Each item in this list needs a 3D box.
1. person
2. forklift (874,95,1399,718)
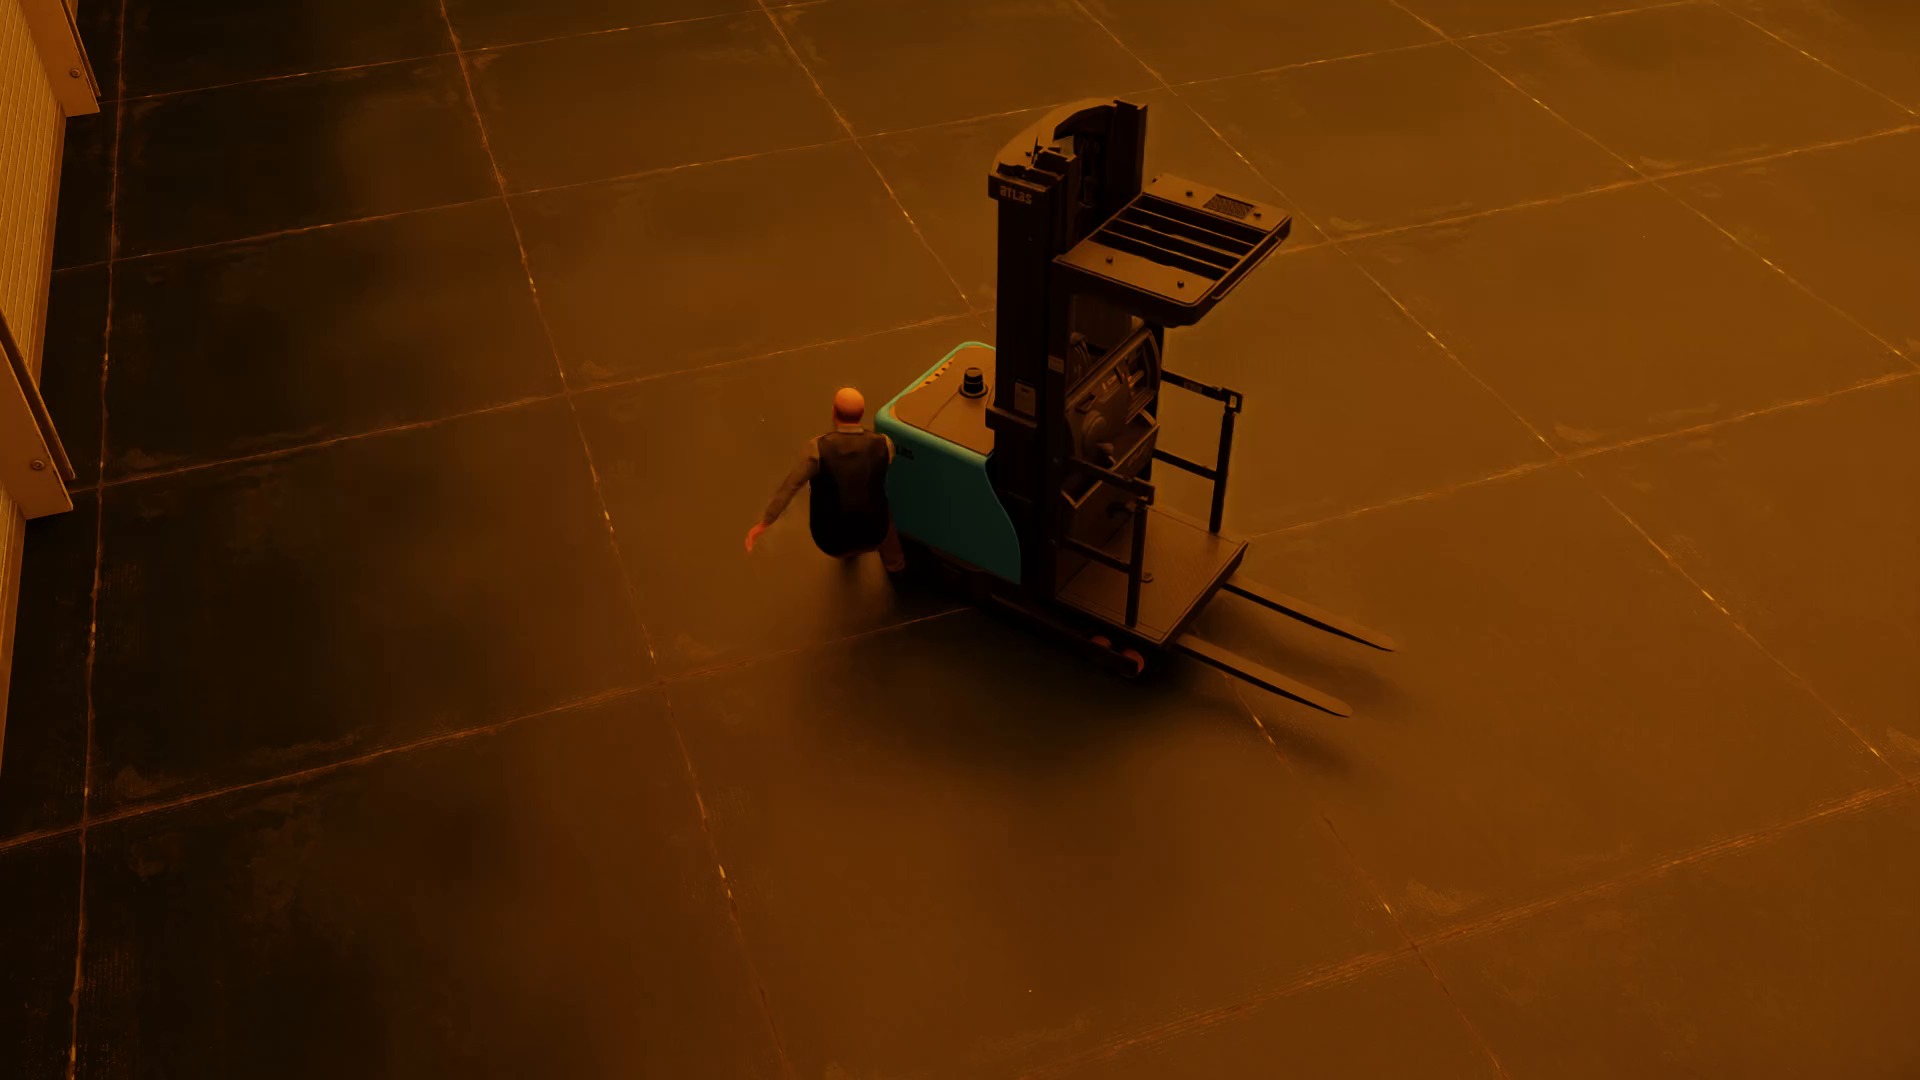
[{"bbox_3d":[-0.765,-0.249,9.500,1.047,1.458,0.934,-9,41,-11],"label":"person"},{"bbox_3d":[1.000,-0.738,8.875,3.031,2.935,1.130,24,45,26],"label":"forklift"}]
